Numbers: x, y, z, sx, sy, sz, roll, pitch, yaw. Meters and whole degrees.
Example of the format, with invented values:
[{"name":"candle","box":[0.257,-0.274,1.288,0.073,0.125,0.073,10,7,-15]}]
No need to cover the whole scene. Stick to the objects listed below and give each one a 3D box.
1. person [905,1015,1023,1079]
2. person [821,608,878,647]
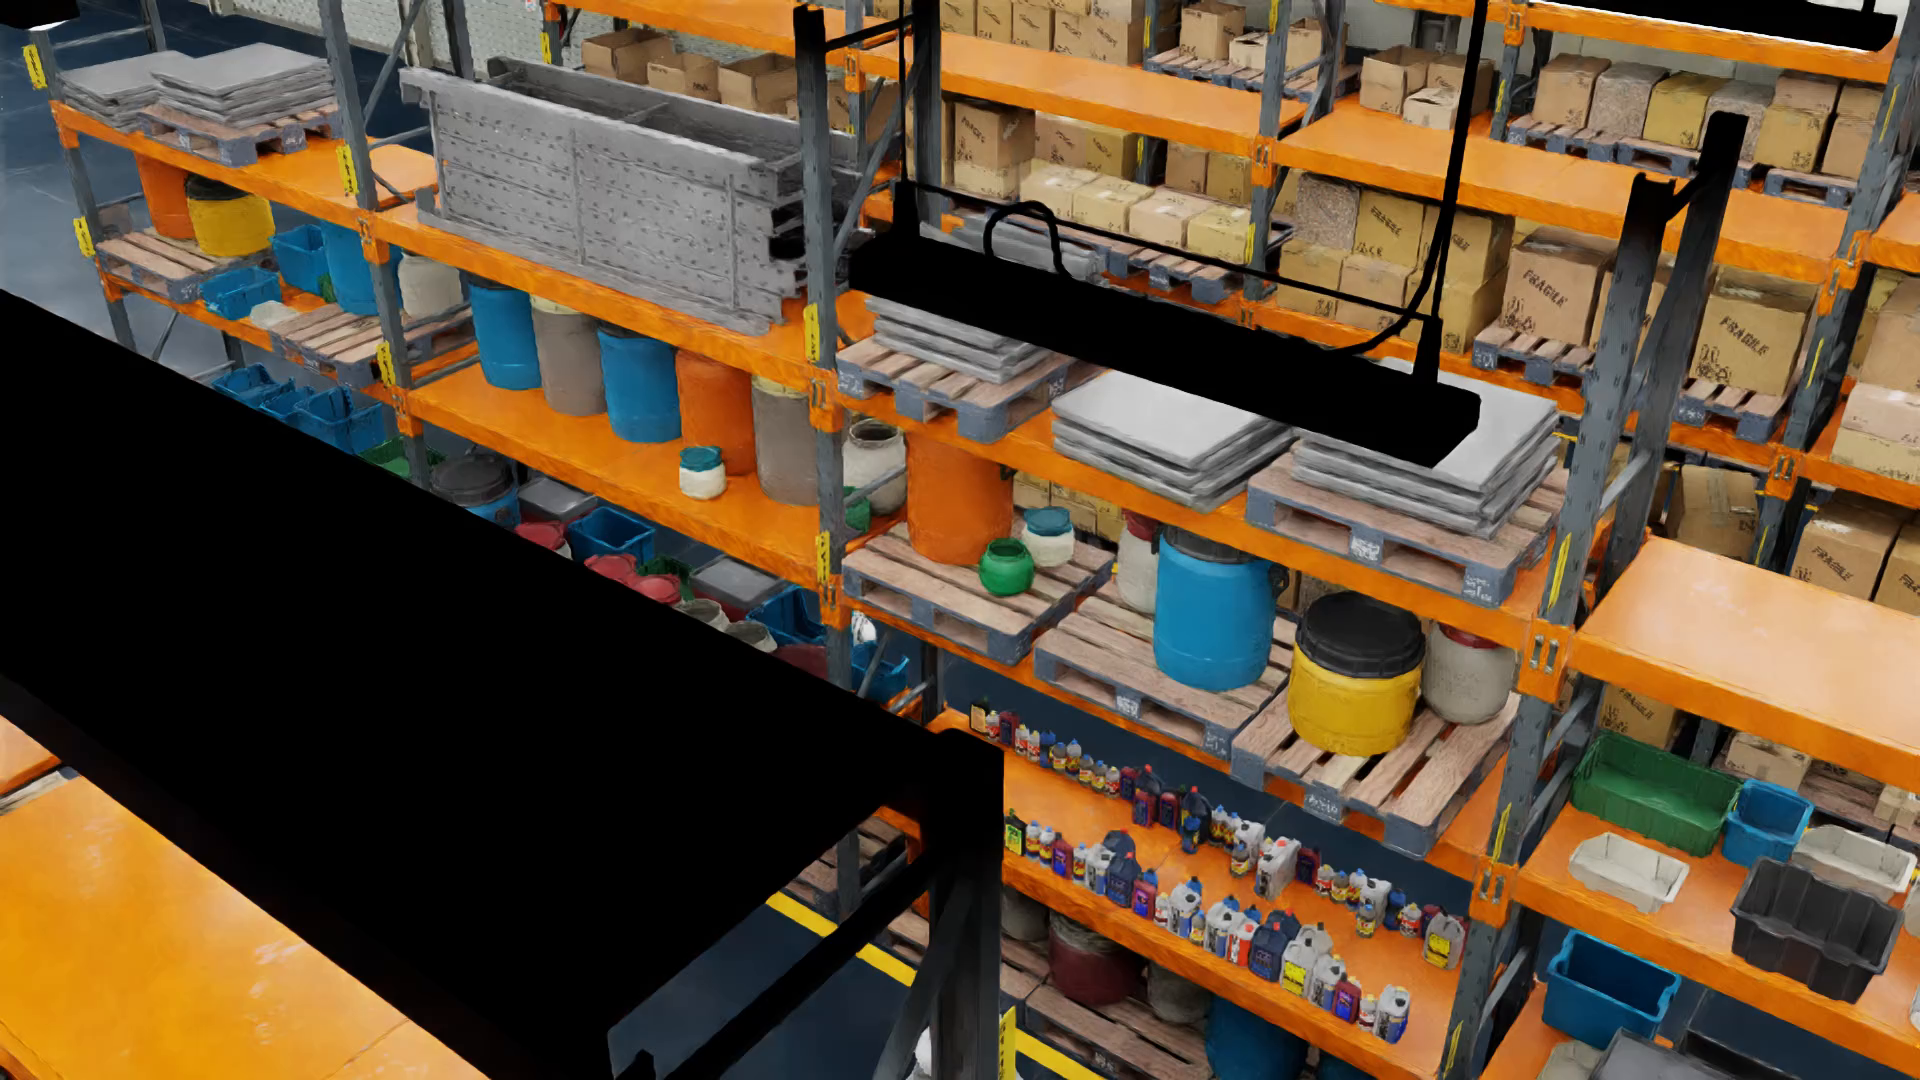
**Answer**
[{"name":"person","box":[-0.011,2.657,9.252,1.102,1.715,0.580,16,35,25]},{"name":"person","box":[-0.826,1.007,12.039,0.590,1.671,0.438,15,35,23]}]
